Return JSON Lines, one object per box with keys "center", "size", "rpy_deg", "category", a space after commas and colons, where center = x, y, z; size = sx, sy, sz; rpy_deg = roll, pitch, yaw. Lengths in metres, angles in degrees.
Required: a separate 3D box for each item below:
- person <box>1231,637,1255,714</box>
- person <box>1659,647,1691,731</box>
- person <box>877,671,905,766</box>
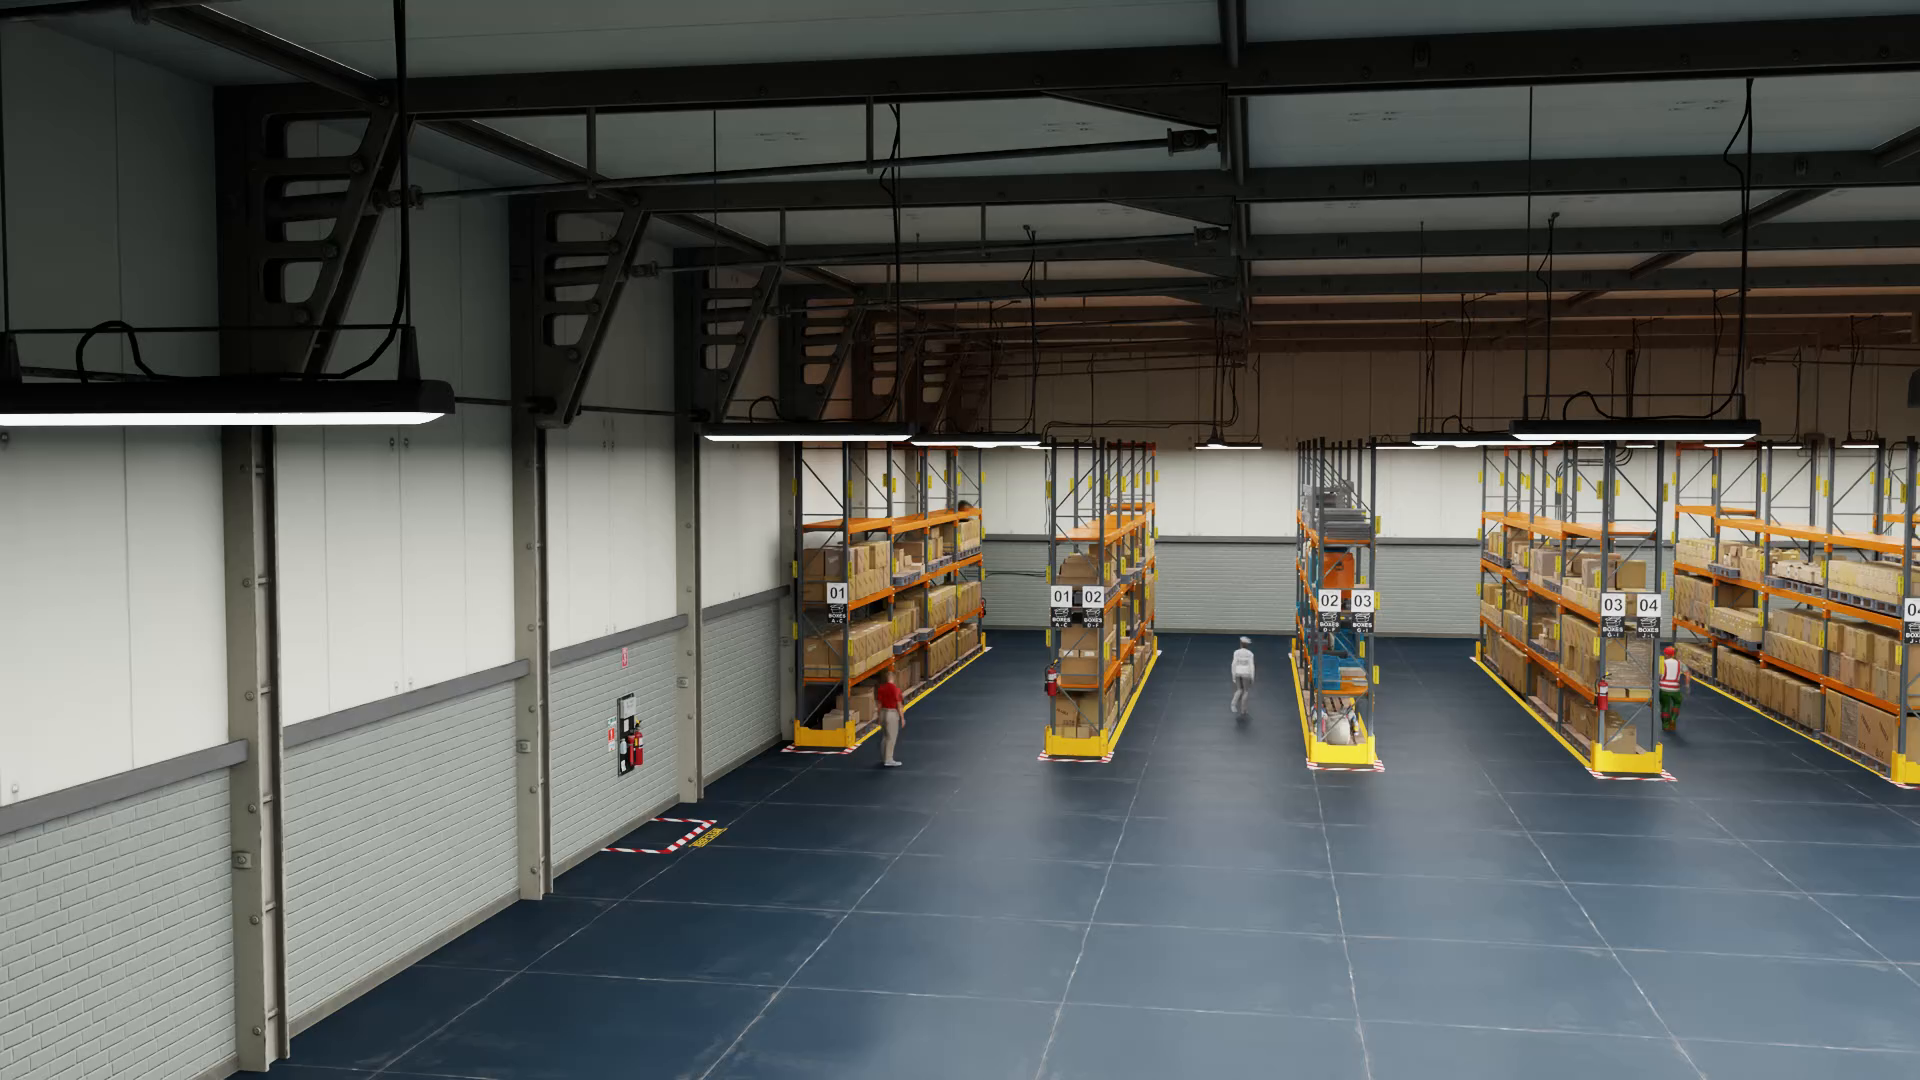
{"center": [6.158, 2.954, 36.209], "size": [0.466, 1.676, 0.488], "rpy_deg": [3, 4, 45], "category": "person"}
{"center": [14.633, 3.065, 34.192], "size": [0.732, 1.751, 0.535], "rpy_deg": [2, 4, 37], "category": "person"}
{"center": [-1.234, 3.269, 30.411], "size": [0.461, 1.759, 0.628], "rpy_deg": [-2, 4, -37], "category": "person"}
